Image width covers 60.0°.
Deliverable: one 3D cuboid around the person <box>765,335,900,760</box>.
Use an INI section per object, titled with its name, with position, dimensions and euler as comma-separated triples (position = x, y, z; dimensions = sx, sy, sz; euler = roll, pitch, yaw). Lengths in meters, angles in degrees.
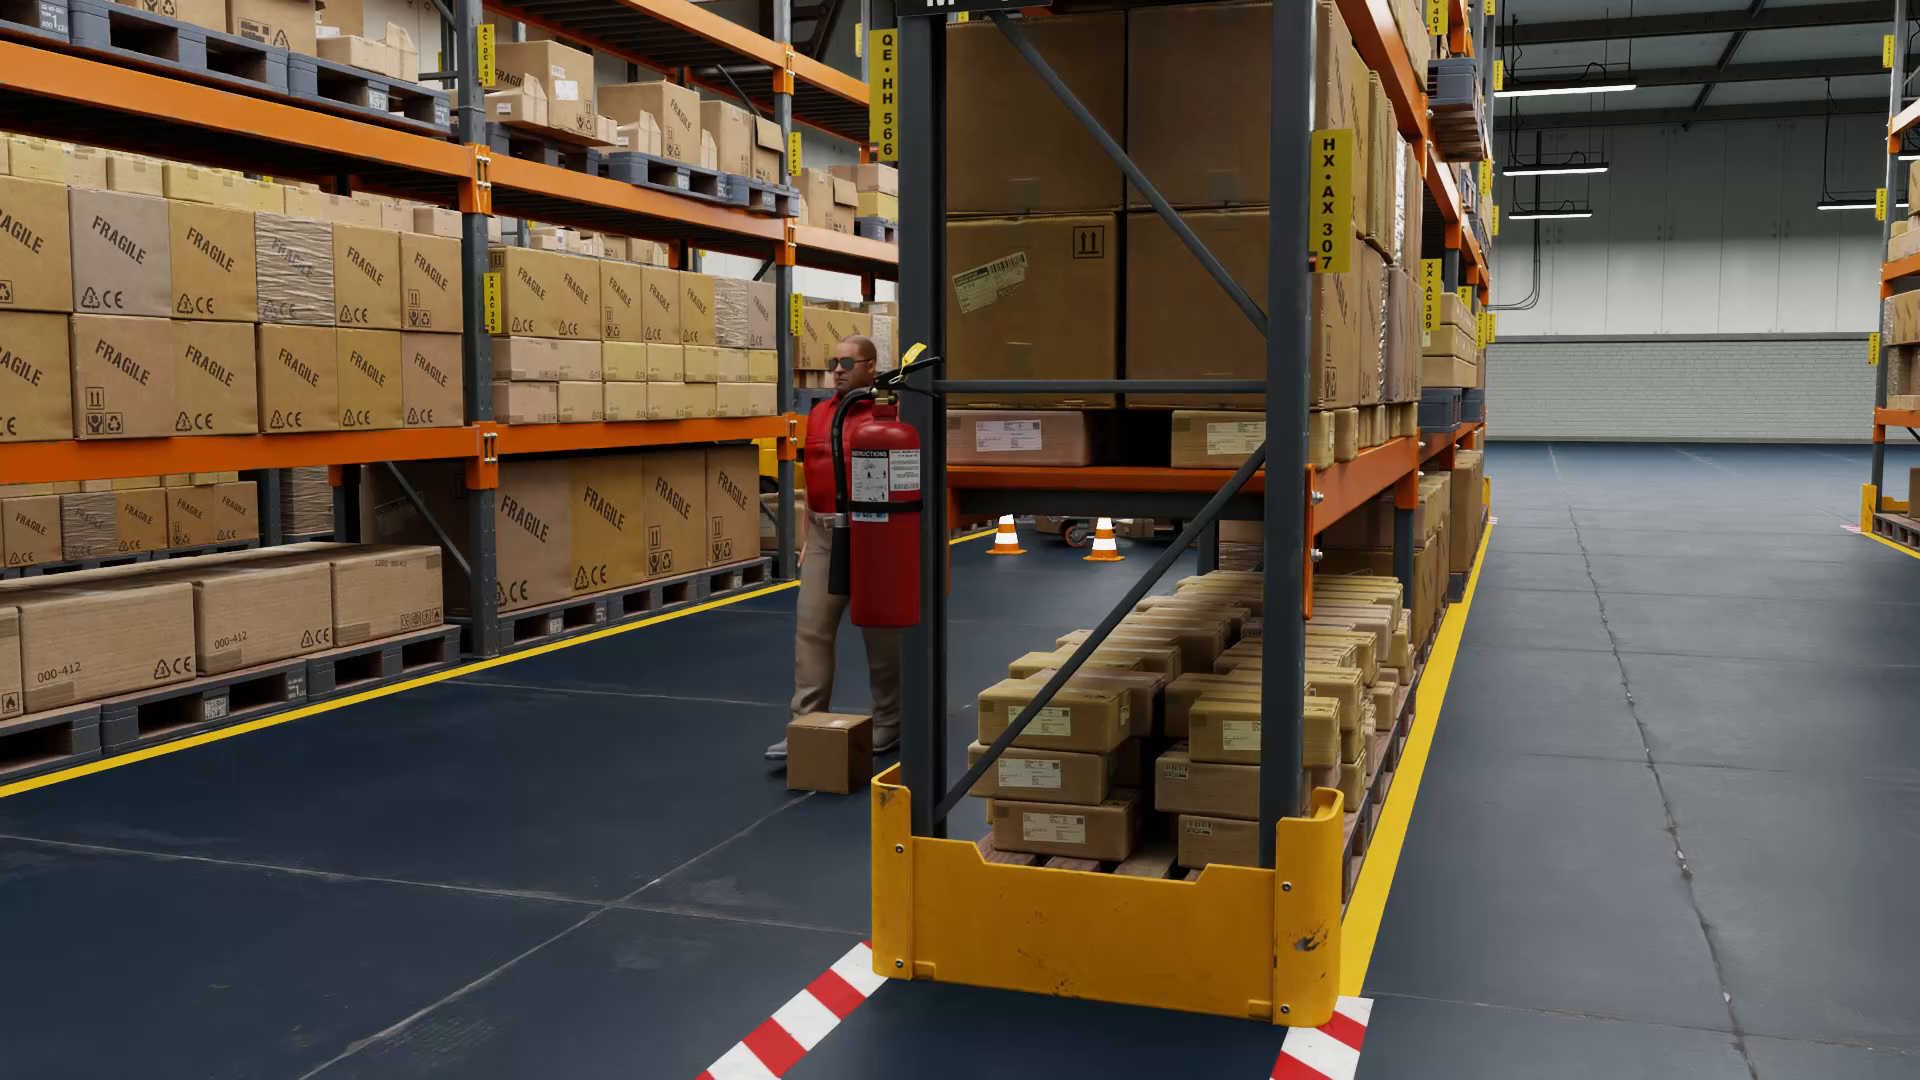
[person]
position = -0.478, 0.034, 6.668
dimensions = 0.553, 1.713, 0.731
euler = 2, 6, 23
